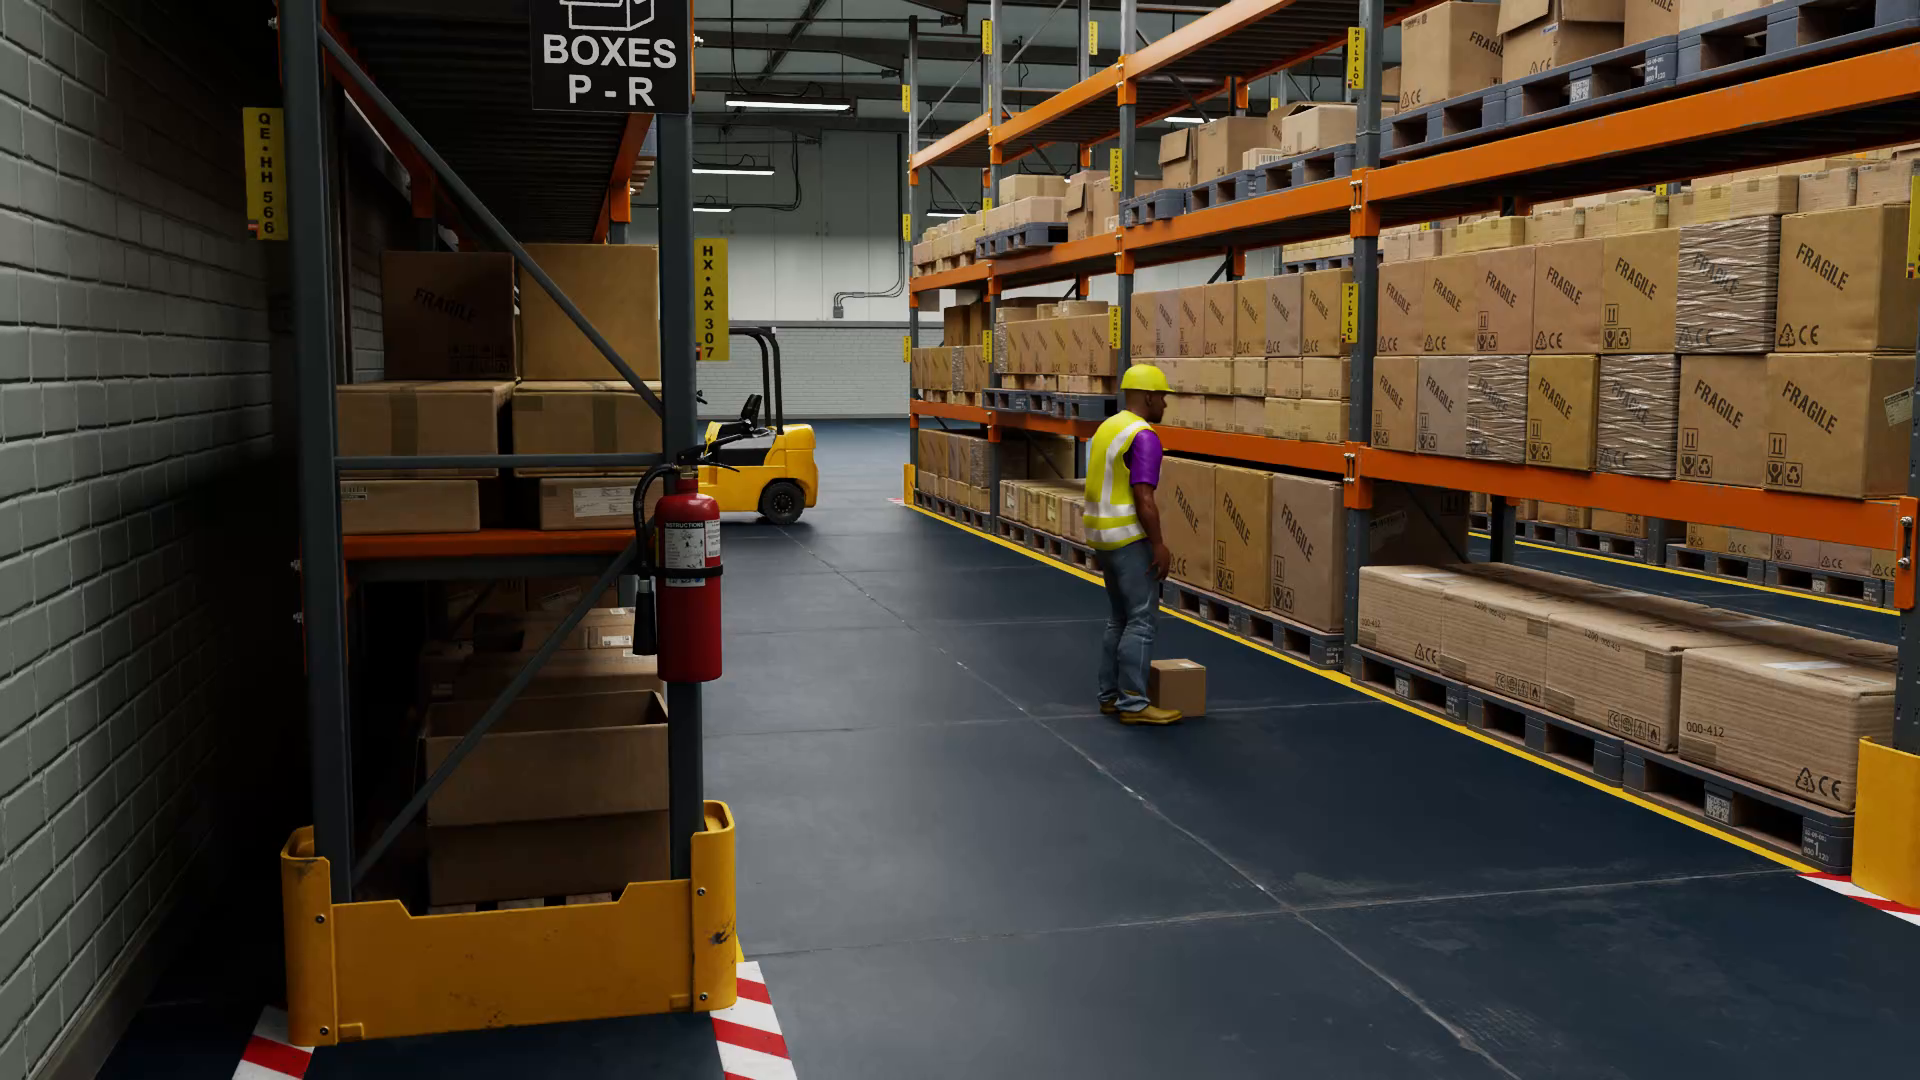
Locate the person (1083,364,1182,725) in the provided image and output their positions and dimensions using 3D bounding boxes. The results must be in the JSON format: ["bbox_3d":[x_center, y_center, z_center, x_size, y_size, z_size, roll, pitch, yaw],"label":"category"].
[{"bbox_3d":[0.864,0.008,8.290,0.459,1.761,0.638,-2,6,-16],"label":"person"}]
